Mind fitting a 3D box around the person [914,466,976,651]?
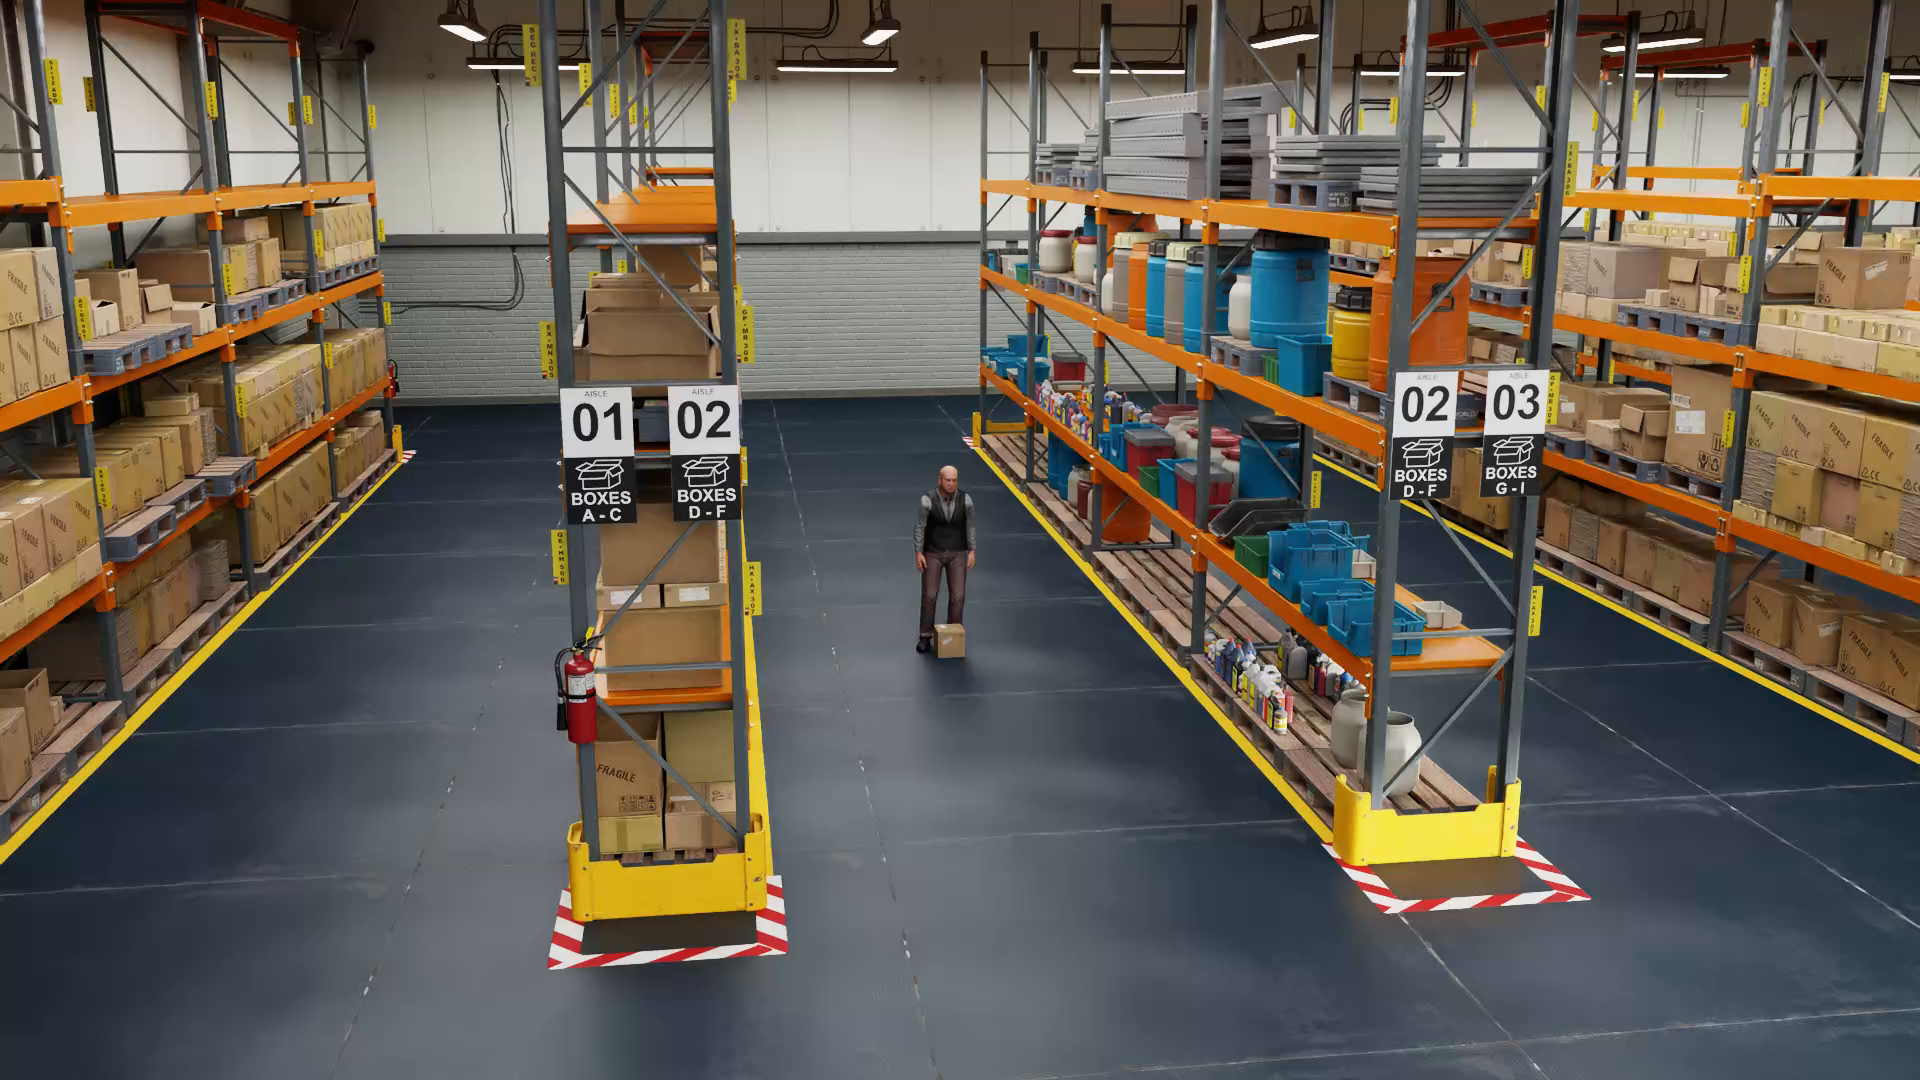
[{"bbox_3d":[-0.135,0.154,15.374,0.593,1.720,0.473,-3,13,-12],"label":"person"}]
